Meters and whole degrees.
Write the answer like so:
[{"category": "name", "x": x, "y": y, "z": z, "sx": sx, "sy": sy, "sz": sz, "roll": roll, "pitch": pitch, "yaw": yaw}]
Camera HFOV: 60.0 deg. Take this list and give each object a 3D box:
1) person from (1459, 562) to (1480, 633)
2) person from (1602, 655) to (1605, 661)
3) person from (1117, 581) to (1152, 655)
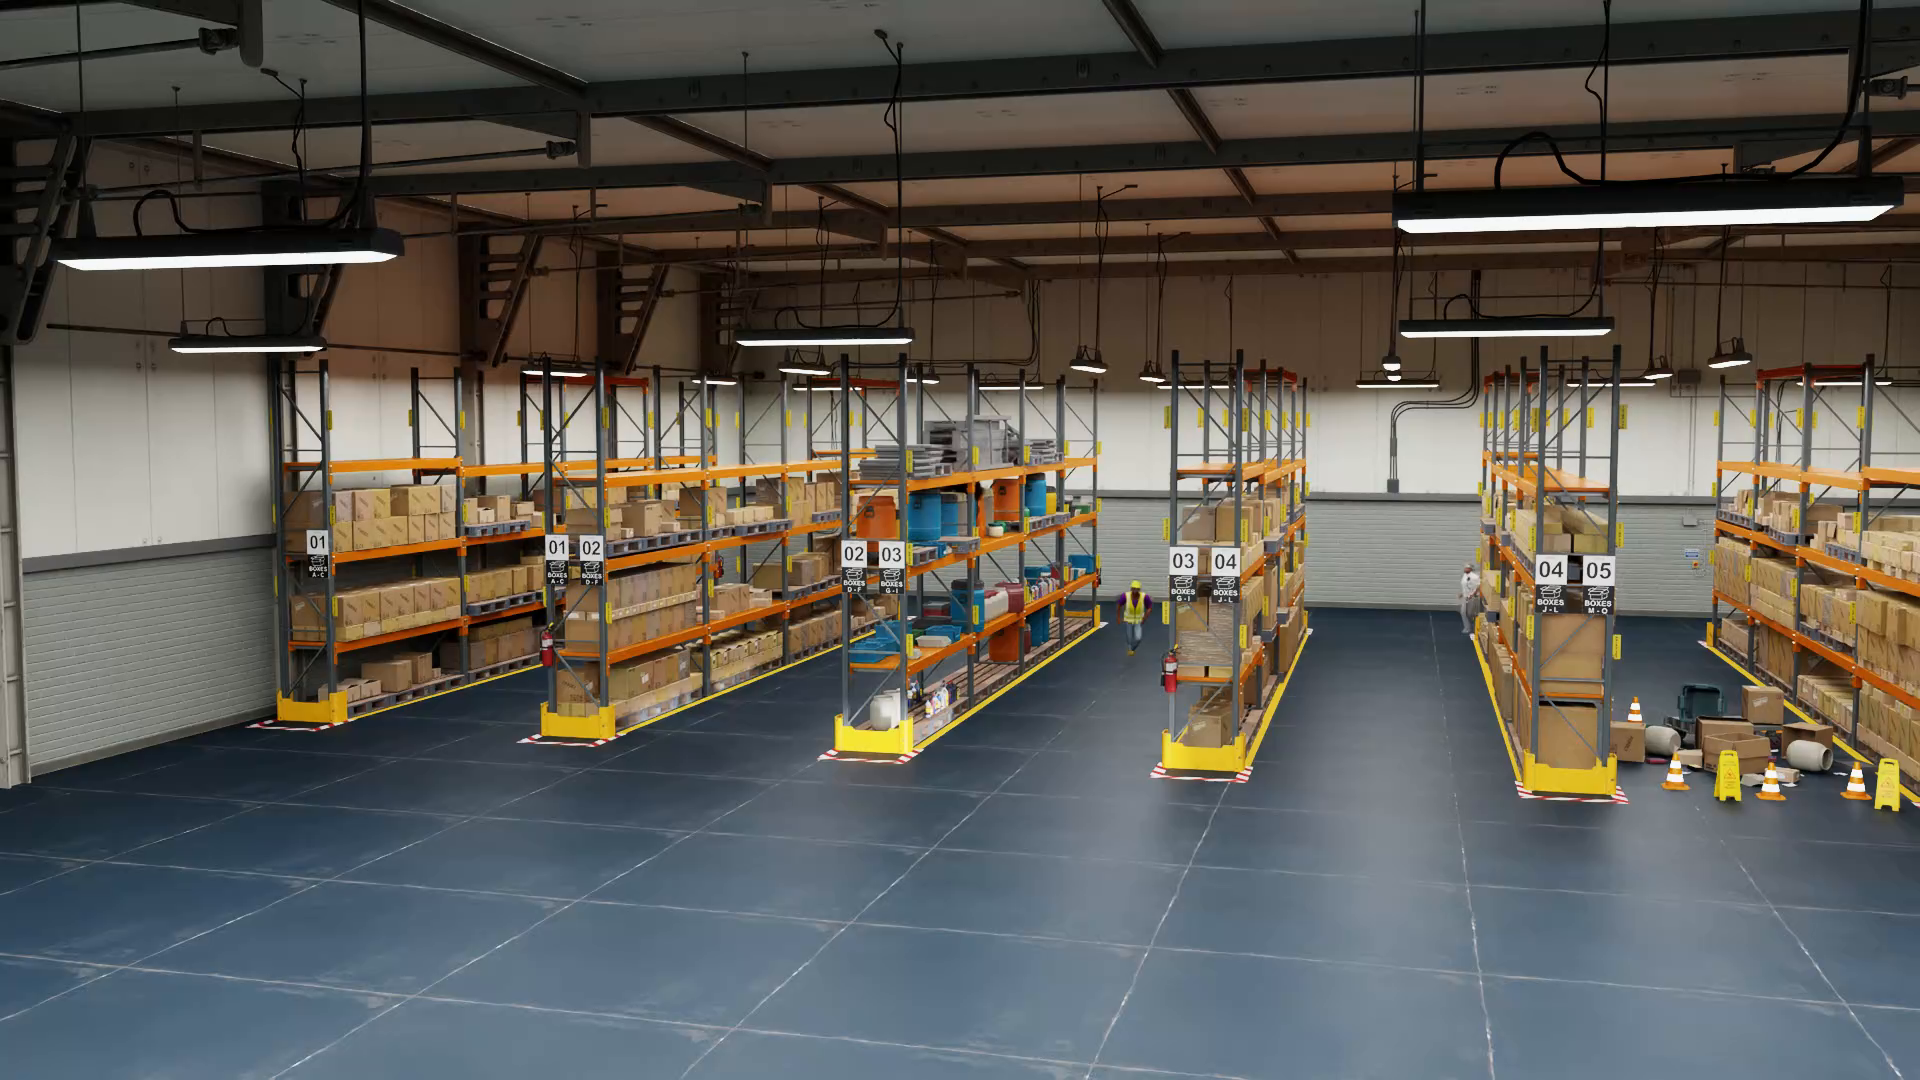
[{"category": "person", "x": 12.136, "y": 1.357, "z": 39.301, "sx": 0.637, "sy": 1.694, "sz": 0.578, "roll": -2, "pitch": 4, "yaw": -23}, {"category": "person", "x": 13.271, "y": 1.715, "z": 34.623, "sx": 0.569, "sy": 1.604, "sz": 0.909, "roll": 0, "pitch": 4, "yaw": 6}, {"category": "person", "x": 3.516, "y": 1.586, "z": 33.514, "sx": 0.692, "sy": 1.562, "sz": 0.720, "roll": 0, "pitch": 4, "yaw": -1}]
